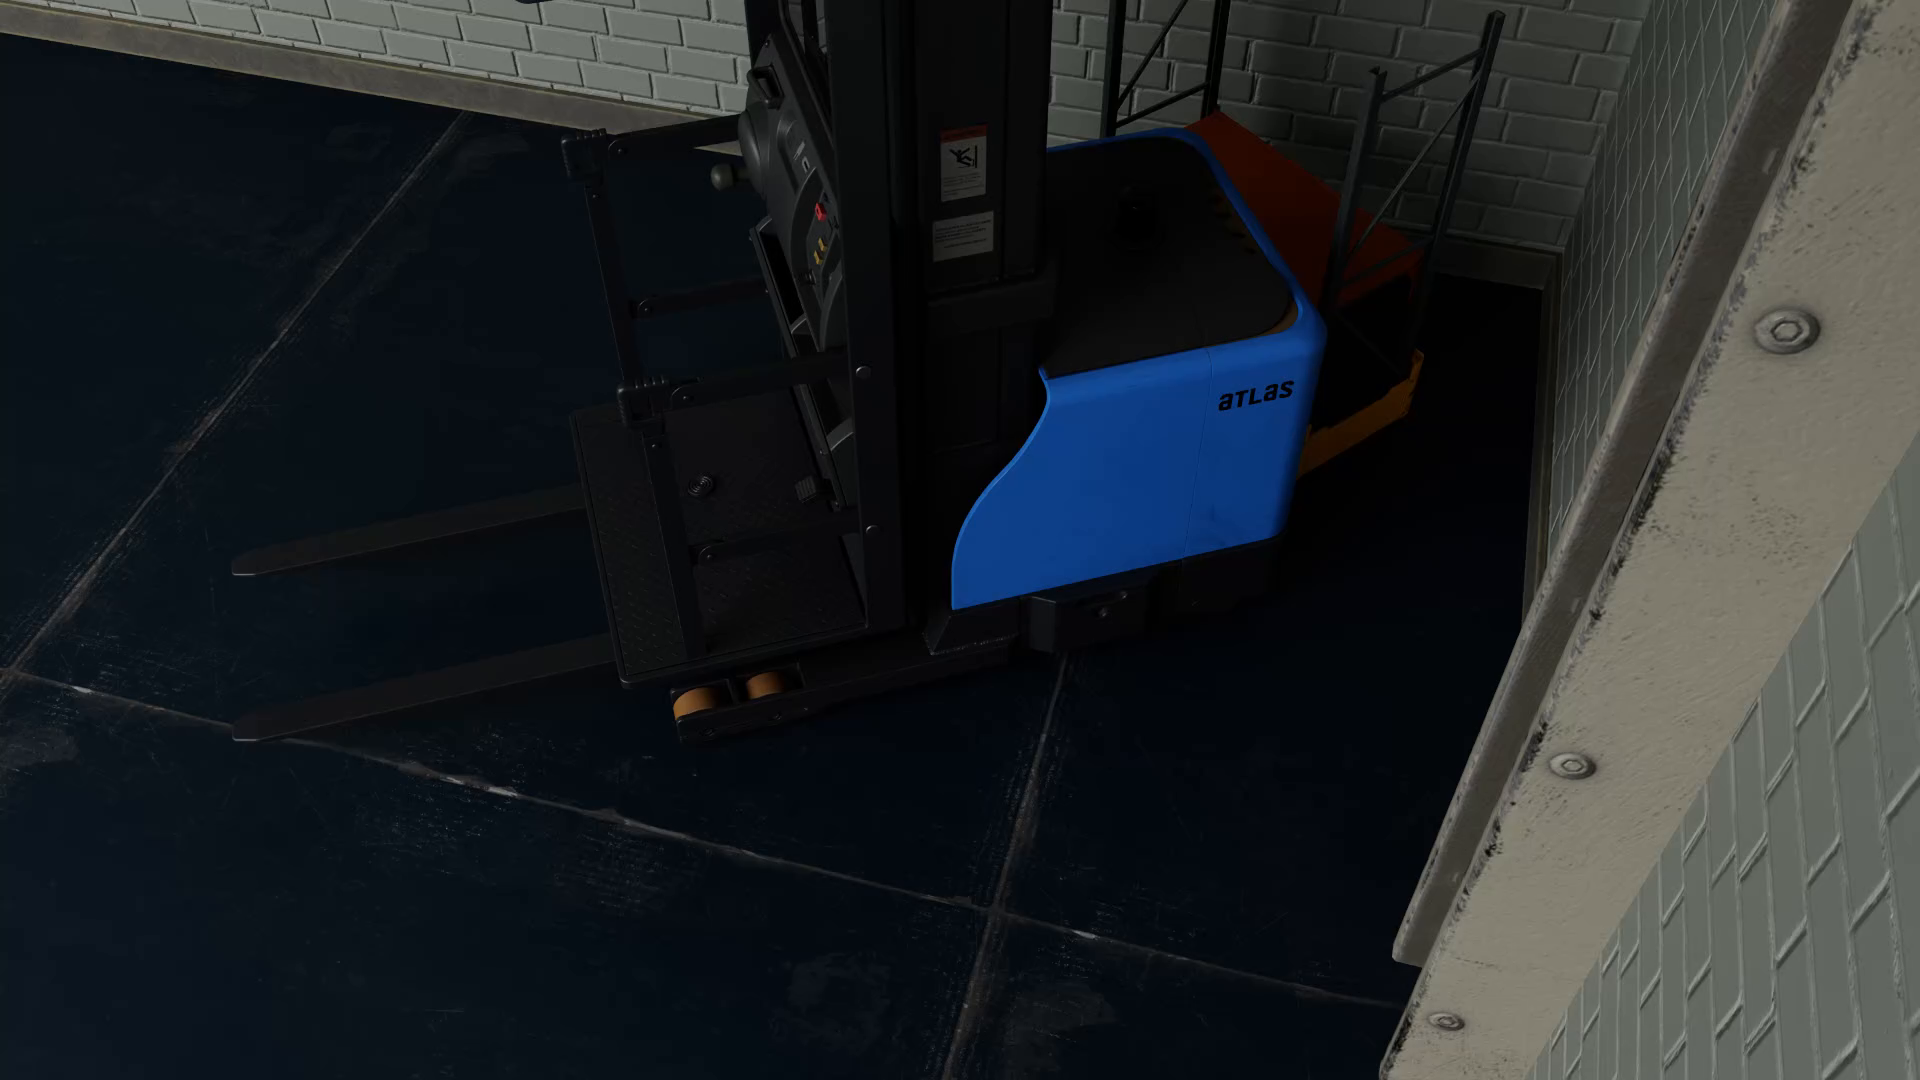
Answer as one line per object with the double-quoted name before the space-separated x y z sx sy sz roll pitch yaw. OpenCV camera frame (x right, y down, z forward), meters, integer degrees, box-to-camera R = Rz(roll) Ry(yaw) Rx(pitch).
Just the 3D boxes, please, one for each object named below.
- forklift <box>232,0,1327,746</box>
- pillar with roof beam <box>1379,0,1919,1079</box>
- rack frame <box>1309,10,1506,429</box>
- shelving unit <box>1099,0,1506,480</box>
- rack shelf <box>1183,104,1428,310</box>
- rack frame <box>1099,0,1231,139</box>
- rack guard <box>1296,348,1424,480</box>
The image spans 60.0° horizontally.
"forklift" -0.598 -0.839 4.036 3.031 2.935 1.130 -12 50 -11
"pillar with roof beam" -2.926 -2.612 1.553 9.100 9.000 0.400 12 50 10
"rack frame" 1.270 -0.826 4.979 0.500 1.500 0.032 -29 55 -23
"shelving unit" 0.974 -1.127 5.245 0.587 1.500 1.083 -29 55 -23
"rack shelf" 0.969 -1.014 5.384 0.538 0.185 1.000 -29 55 -23
"rack frame" 0.667 -1.440 5.520 0.500 1.500 0.032 -29 55 -23
"rack guard" 1.269 -0.413 5.448 0.587 0.250 0.087 -29 55 -23
